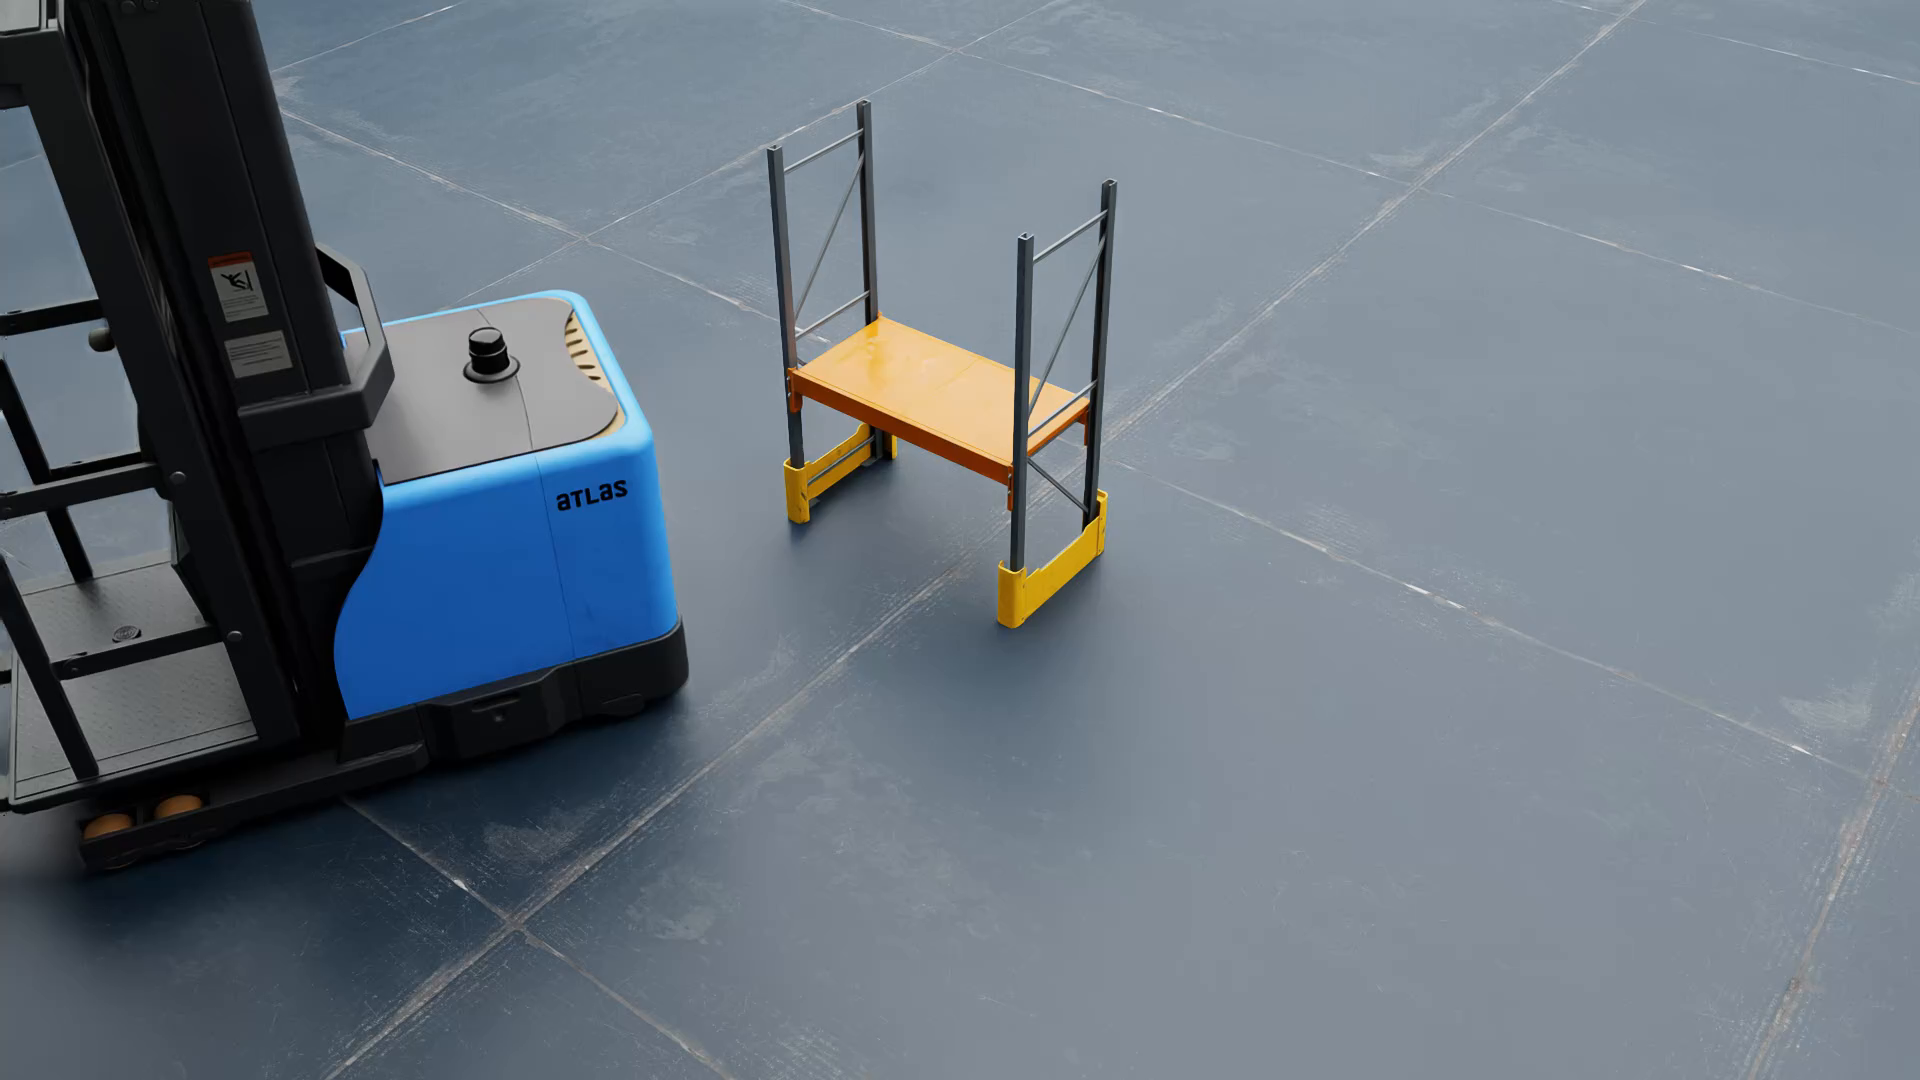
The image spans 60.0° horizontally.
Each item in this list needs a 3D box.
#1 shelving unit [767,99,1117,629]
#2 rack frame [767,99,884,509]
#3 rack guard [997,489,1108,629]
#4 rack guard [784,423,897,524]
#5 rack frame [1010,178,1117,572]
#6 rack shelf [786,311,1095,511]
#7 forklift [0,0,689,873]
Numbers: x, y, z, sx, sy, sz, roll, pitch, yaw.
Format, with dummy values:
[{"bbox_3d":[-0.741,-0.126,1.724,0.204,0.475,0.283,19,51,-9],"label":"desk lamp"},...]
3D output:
[{"bbox_3d":[-0.061,-0.619,5.824,1.083,1.500,0.587,25,45,29],"label":"shelving unit"},{"bbox_3d":[-0.472,-0.813,6.072,0.032,1.500,0.500,25,45,29],"label":"rack frame"},{"bbox_3d":[0.335,0.060,5.971,0.087,0.250,0.587,25,45,29],"label":"rack guard"},{"bbox_3d":[-0.456,-0.313,6.448,0.087,0.250,0.587,25,45,29],"label":"rack guard"},{"bbox_3d":[0.336,-0.432,5.585,0.032,1.500,0.500,25,45,29],"label":"rack frame"},{"bbox_3d":[-0.068,-0.481,5.939,1.000,0.185,0.538,25,45,29],"label":"rack shelf"},{"bbox_3d":[-2.470,-0.540,4.562,3.031,2.935,1.130,-15,40,-18],"label":"forklift"}]
